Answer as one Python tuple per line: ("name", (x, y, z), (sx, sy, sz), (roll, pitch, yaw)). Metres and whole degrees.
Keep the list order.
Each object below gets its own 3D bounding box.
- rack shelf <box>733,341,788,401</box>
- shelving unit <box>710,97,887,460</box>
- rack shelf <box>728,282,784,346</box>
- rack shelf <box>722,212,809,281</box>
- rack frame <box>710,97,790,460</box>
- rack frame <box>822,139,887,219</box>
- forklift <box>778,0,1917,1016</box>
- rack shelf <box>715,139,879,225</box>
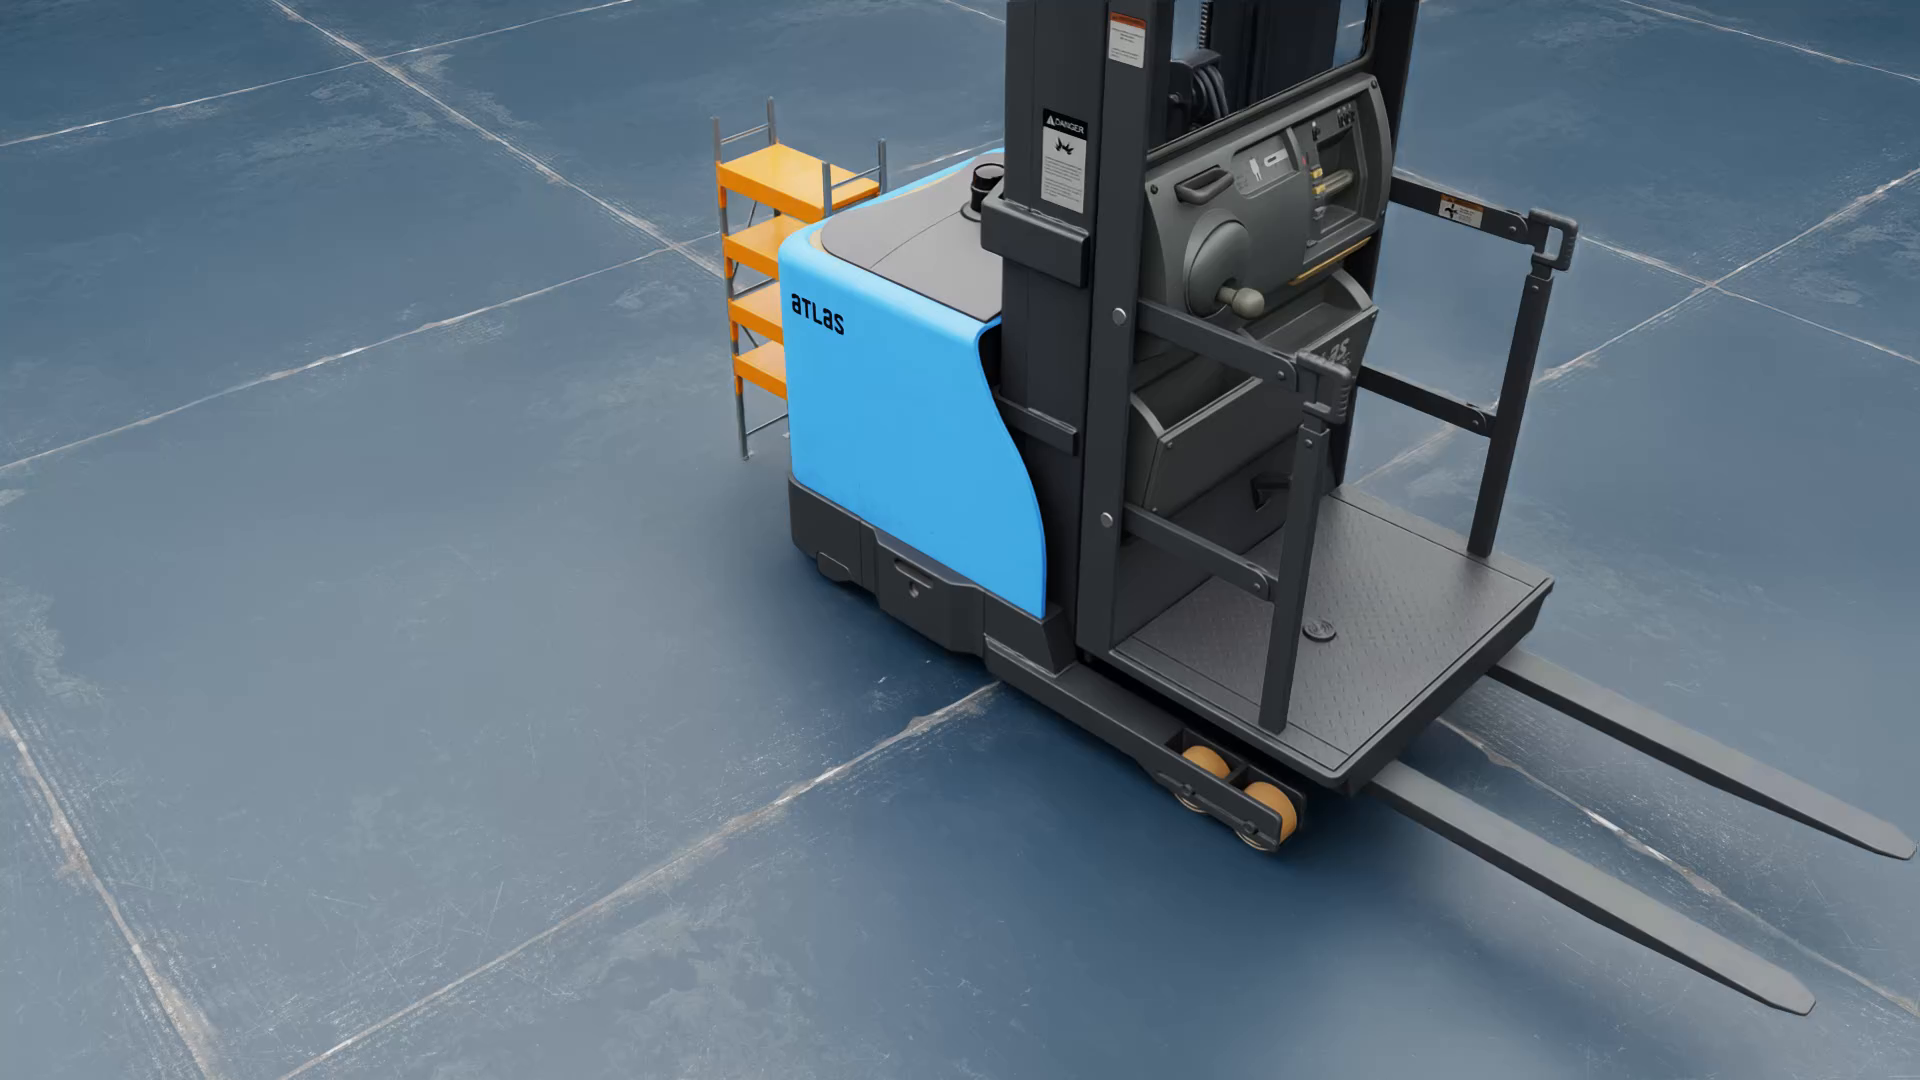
("rack shelf", (-0.479, -0.499, 5.377), (0.480, 0.148, 0.258), (29, 44, 34))
("shelving unit", (-0.479, -0.716, 5.223), (0.503, 1.200, 0.258), (29, 44, 34))
("rack shelf", (-0.479, -0.661, 5.262), (0.480, 0.148, 0.258), (29, 44, 34))
("rack shelf", (-0.479, -0.844, 5.133), (0.480, 0.148, 0.258), (29, 44, 34))
("rack frame", (-0.656, -0.813, 5.360), (0.015, 1.200, 0.240), (29, 44, 34))
("rack frame", (-0.302, -0.619, 5.086), (0.015, 1.200, 0.240), (29, 44, 34))
("forklift", (0.896, -0.765, 3.794), (3.031, 2.935, 1.130), (29, 44, 34))
("rack shelf", (-0.479, -1.037, 4.996), (0.480, 0.148, 0.258), (29, 44, 34))
